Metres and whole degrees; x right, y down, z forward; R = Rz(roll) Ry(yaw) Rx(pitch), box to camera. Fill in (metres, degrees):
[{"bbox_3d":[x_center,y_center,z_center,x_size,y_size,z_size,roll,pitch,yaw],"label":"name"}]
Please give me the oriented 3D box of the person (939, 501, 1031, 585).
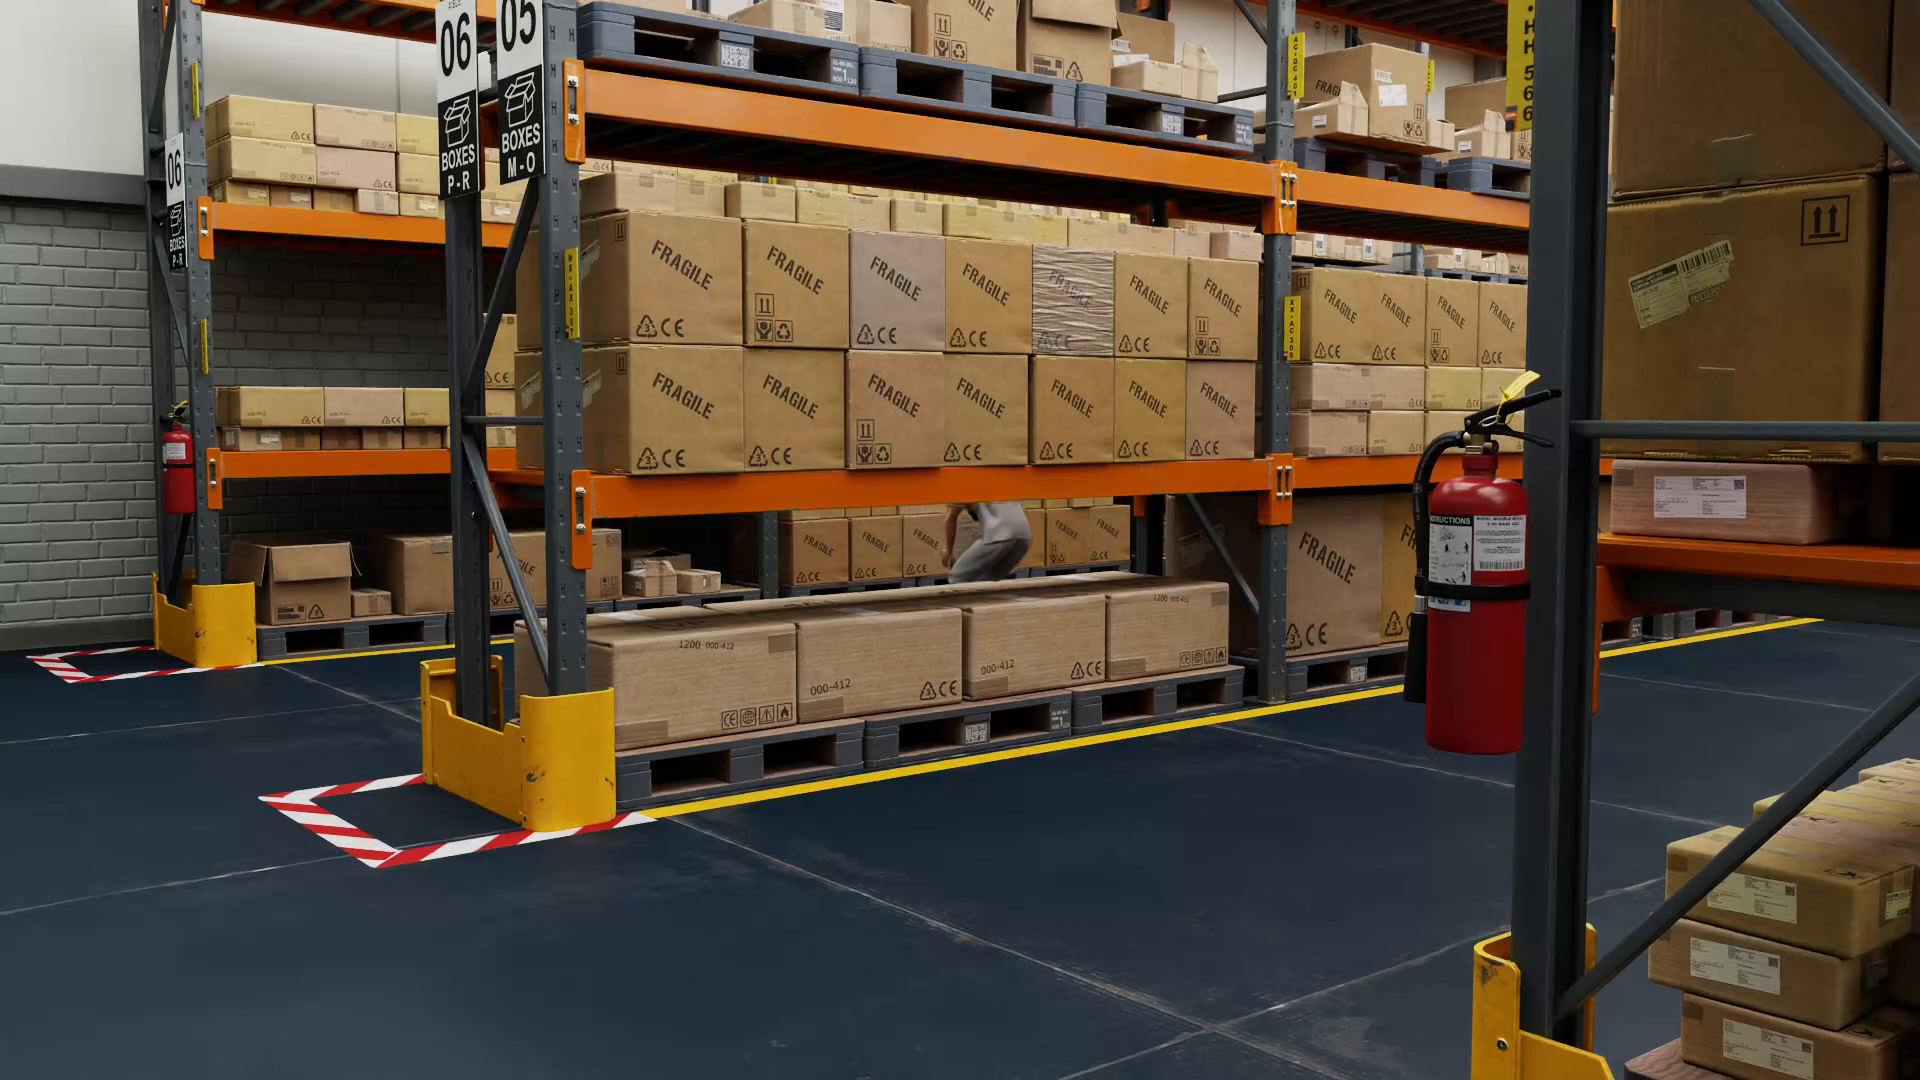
[{"bbox_3d":[0.153,0.020,11.043,0.491,1.362,0.652,-3,6,-39],"label":"person"}]
